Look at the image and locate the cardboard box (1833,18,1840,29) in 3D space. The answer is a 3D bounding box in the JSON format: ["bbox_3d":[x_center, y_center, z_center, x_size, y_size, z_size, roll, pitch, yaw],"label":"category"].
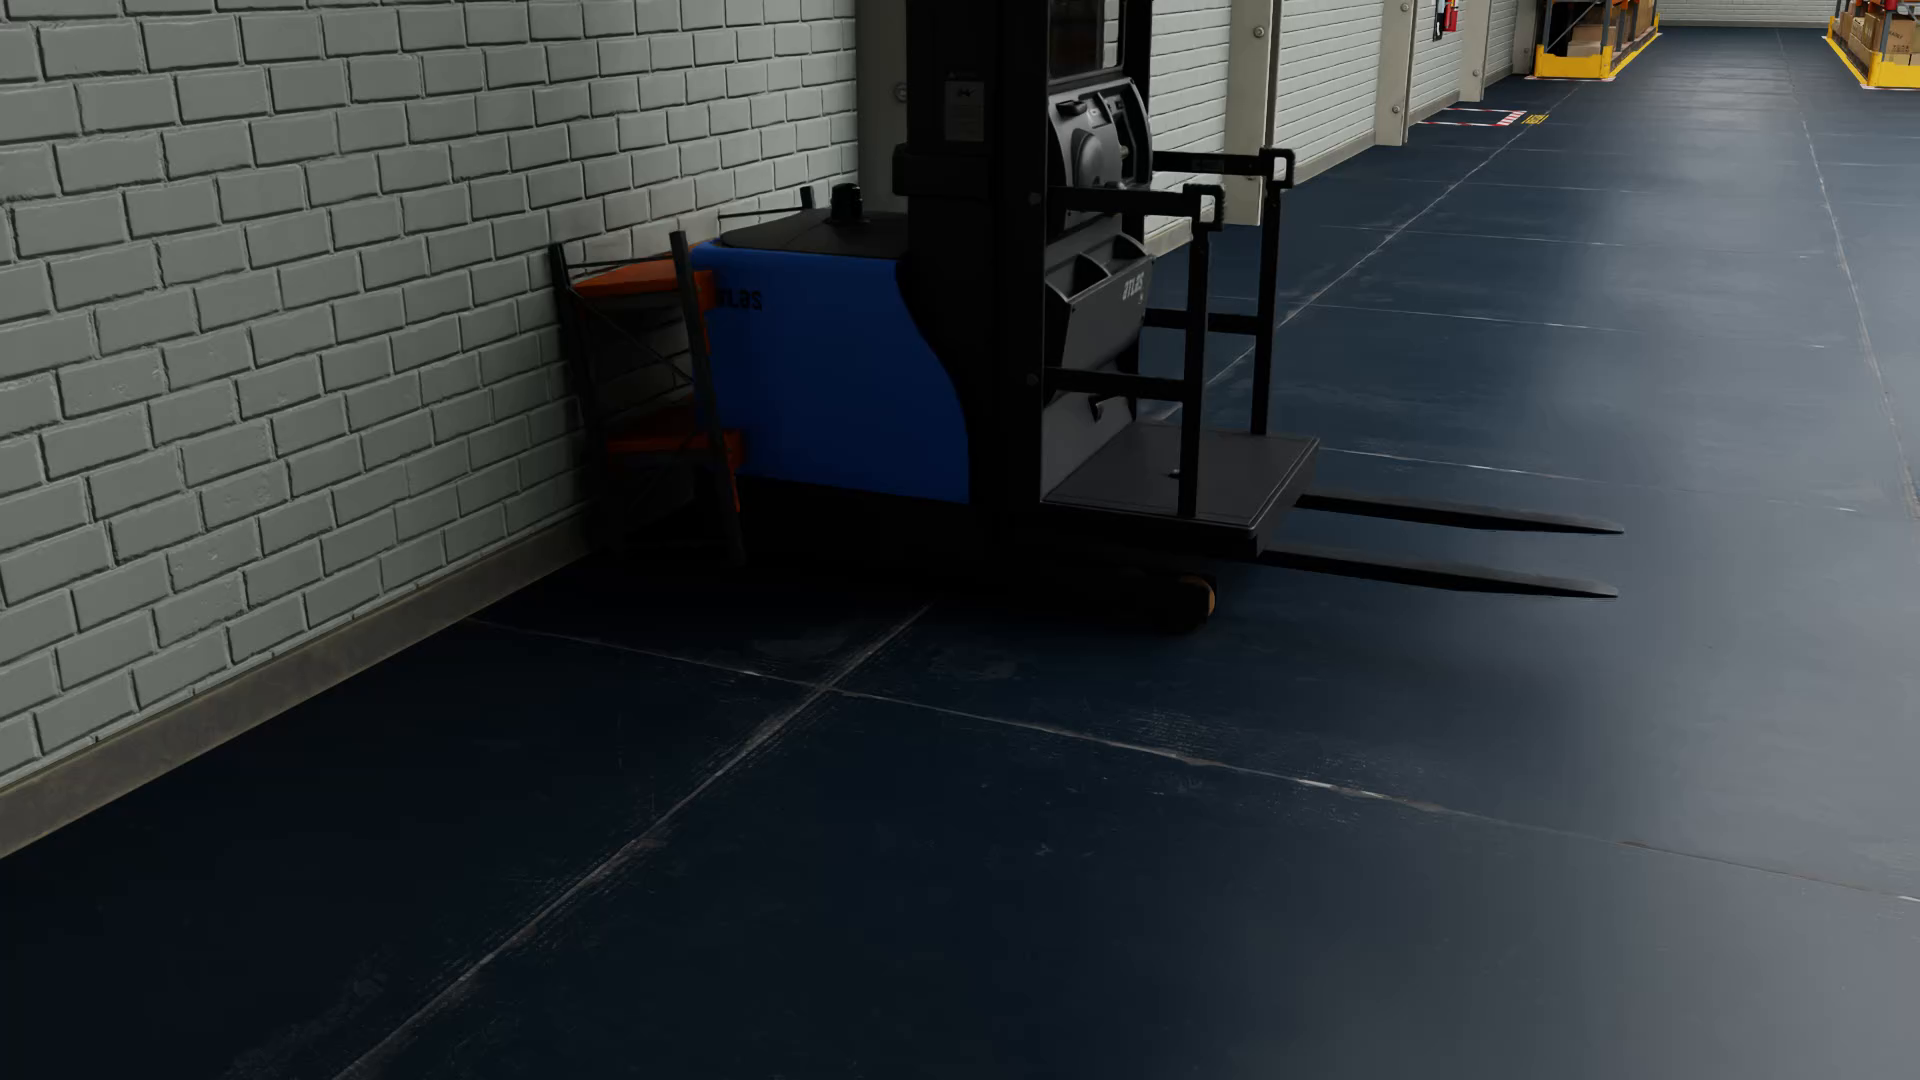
[{"bbox_3d":[20.483,-11.917,38.447,0.500,0.250,0.500,9,21,23],"label":"cardboard box"}]

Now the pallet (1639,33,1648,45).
[{"bbox_3d":[14.763,-11.181,37.092,1.003,0.211,1.213,9,21,23],"label":"pallet"}]

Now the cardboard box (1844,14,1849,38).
[{"bbox_3d":[18.691,-10.661,34.543,0.500,0.500,0.500,9,21,23],"label":"cardboard box"}]

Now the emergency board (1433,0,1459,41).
[{"bbox_3d":[6.090,-6.821,20.671,0.194,1.169,0.643,9,21,23],"label":"emergency board"}]

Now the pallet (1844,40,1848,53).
[{"bbox_3d":[18.734,-10.120,34.110,1.003,0.211,1.213,9,21,23],"label":"pallet"}]

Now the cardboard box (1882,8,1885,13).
[{"bbox_3d":[21.171,-12.114,38.630,0.500,0.500,0.500,9,21,23],"label":"cardboard box"}]

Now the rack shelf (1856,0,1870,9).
[{"bbox_3d":[17.074,-9.889,30.372,1.077,0.370,4.000,9,21,23],"label":"rack shelf"}]

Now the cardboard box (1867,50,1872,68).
[{"bbox_3d":[14.761,-7.655,26.494,0.500,0.250,0.500,9,21,23],"label":"cardboard box"}]

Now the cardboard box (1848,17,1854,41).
[{"bbox_3d":[18.062,-10.187,33.211,0.500,0.500,0.500,9,22,25],"label":"cardboard box"}]

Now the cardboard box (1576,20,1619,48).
[{"bbox_3d":[12.021,-9.552,31.425,0.700,0.500,0.500,9,22,25],"label":"cardboard box"}]

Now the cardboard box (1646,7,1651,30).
[{"bbox_3d":[15.831,-12.285,39.140,0.700,0.500,0.500,9,22,24],"label":"cardboard box"}]

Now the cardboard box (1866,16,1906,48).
[{"bbox_3d":[15.167,-8.315,27.229,0.500,0.500,0.500,9,21,23],"label":"cardboard box"}]

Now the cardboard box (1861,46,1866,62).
[{"bbox_3d":[15.370,-8.114,27.786,0.500,0.250,0.500,9,21,23],"label":"cardboard box"}]

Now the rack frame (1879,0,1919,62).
[{"bbox_3d":[14.617,-8.394,25.094,1.000,3.000,0.127,9,21,23],"label":"rack frame"}]

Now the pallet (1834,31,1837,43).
[{"bbox_3d":[20.311,-11.332,37.519,1.003,0.211,1.213,9,21,23],"label":"pallet"}]

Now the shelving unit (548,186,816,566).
[{"bbox_3d":[-0.874,-0.612,5.989,0.538,1.125,1.048,-1,19,20],"label":"shelving unit"}]

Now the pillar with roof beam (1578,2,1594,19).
[{"bbox_3d":[18.435,-15.309,35.587,9.100,9.000,0.400,9,21,23],"label":"pillar with roof beam"}]

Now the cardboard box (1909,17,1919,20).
[{"bbox_3d":[15.436,-8.091,26.600,0.500,0.500,0.500,9,21,23],"label":"cardboard box"}]

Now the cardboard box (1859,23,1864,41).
[{"bbox_3d":[16.159,-8.946,29.288,0.500,0.311,0.500,9,21,23],"label":"cardboard box"}]

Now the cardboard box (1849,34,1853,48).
[{"bbox_3d":[17.206,-9.468,31.592,0.500,0.250,0.500,8,21,21],"label":"cardboard box"}]

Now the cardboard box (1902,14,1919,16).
[{"bbox_3d":[16.049,-8.549,27.889,0.500,0.500,0.500,9,21,23],"label":"cardboard box"}]

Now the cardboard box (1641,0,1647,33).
[{"bbox_3d":[14.501,-11.437,36.233,0.750,0.750,0.750,9,22,24],"label":"cardboard box"}]

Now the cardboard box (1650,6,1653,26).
[{"bbox_3d":[16.453,-12.756,40.464,0.700,0.500,0.500,9,21,23],"label":"cardboard box"}]

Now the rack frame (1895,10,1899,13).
[{"bbox_3d":[16.255,-9.617,28.533,1.000,3.000,0.127,9,21,23],"label":"rack frame"}]

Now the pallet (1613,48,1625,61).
[{"bbox_3d":[12.052,-9.220,31.578,1.003,0.211,1.213,9,21,23],"label":"pallet"}]

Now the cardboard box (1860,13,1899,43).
[{"bbox_3d":[15.780,-8.773,28.520,0.500,0.500,0.500,9,21,23],"label":"cardboard box"}]

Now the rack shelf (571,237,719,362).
[{"bbox_3d":[-0.914,-0.888,5.901,0.538,0.278,1.000,-1,19,20],"label":"rack shelf"}]

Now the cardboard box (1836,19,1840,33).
[{"bbox_3d":[19.813,-11.445,37.030,0.500,0.311,0.500,9,21,23],"label":"cardboard box"}]

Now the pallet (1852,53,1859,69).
[{"bbox_3d":[16.521,-8.533,29.648,1.003,0.211,1.213,9,21,23],"label":"pallet"}]

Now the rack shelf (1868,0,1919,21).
[{"bbox_3d":[15.436,-8.666,26.934,1.077,0.370,4.000,9,21,23],"label":"rack shelf"}]

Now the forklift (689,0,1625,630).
[{"bbox_3d":[0.641,-1.303,5.258,3.031,2.935,1.130,8,21,21],"label":"forklift"}]

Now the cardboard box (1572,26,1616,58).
[{"bbox_3d":[11.041,-8.693,29.009,0.700,0.500,0.500,7,21,19],"label":"cardboard box"}]

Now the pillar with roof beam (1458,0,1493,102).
[{"bbox_3d":[11.064,-9.807,20.114,9.100,9.000,0.400,9,21,23],"label":"pillar with roof beam"}]

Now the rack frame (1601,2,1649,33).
[{"bbox_3d":[15.010,-12.741,37.317,1.000,3.000,0.127,9,21,23],"label":"rack frame"}]

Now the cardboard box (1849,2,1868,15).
[{"bbox_3d":[18.496,-10.871,34.016,0.500,0.250,0.500,8,21,22],"label":"cardboard box"}]

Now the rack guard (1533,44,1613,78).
[{"bbox_3d":[10.127,-7.918,27.487,1.175,0.500,0.348,9,21,23],"label":"rack guard"}]

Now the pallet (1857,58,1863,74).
[{"bbox_3d":[15.891,-8.065,28.333,1.003,0.211,1.213,9,21,23],"label":"pallet"}]

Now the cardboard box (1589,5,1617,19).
[{"bbox_3d":[12.407,-10.200,32.128,0.500,0.250,0.500,8,21,21],"label":"cardboard box"}]

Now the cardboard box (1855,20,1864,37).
[{"bbox_3d":[16.782,-9.412,30.596,0.500,0.311,0.500,8,21,22],"label":"cardboard box"}]

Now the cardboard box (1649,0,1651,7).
[{"bbox_3d":[15.930,-12.520,38.833,0.380,0.149,0.250,8,21,21],"label":"cardboard box"}]

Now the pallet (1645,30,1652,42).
[{"bbox_3d":[15.393,-11.649,38.408,1.003,0.211,1.213,9,21,23],"label":"pallet"}]

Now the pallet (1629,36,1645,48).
[{"bbox_3d":[14.265,-10.806,36.040,1.003,0.211,1.213,9,21,23],"label":"pallet"}]

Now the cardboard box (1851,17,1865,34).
[{"bbox_3d":[17.411,-9.886,31.931,0.500,0.311,0.500,9,22,25],"label":"cardboard box"}]

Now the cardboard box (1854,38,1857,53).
[{"bbox_3d":[16.578,-8.996,30.265,0.500,0.250,0.500,9,21,24],"label":"cardboard box"}]

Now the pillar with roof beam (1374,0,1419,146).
[{"bbox_3d":[8.607,-7.973,14.957,9.100,9.000,0.400,9,21,23],"label":"pillar with roof beam"}]
